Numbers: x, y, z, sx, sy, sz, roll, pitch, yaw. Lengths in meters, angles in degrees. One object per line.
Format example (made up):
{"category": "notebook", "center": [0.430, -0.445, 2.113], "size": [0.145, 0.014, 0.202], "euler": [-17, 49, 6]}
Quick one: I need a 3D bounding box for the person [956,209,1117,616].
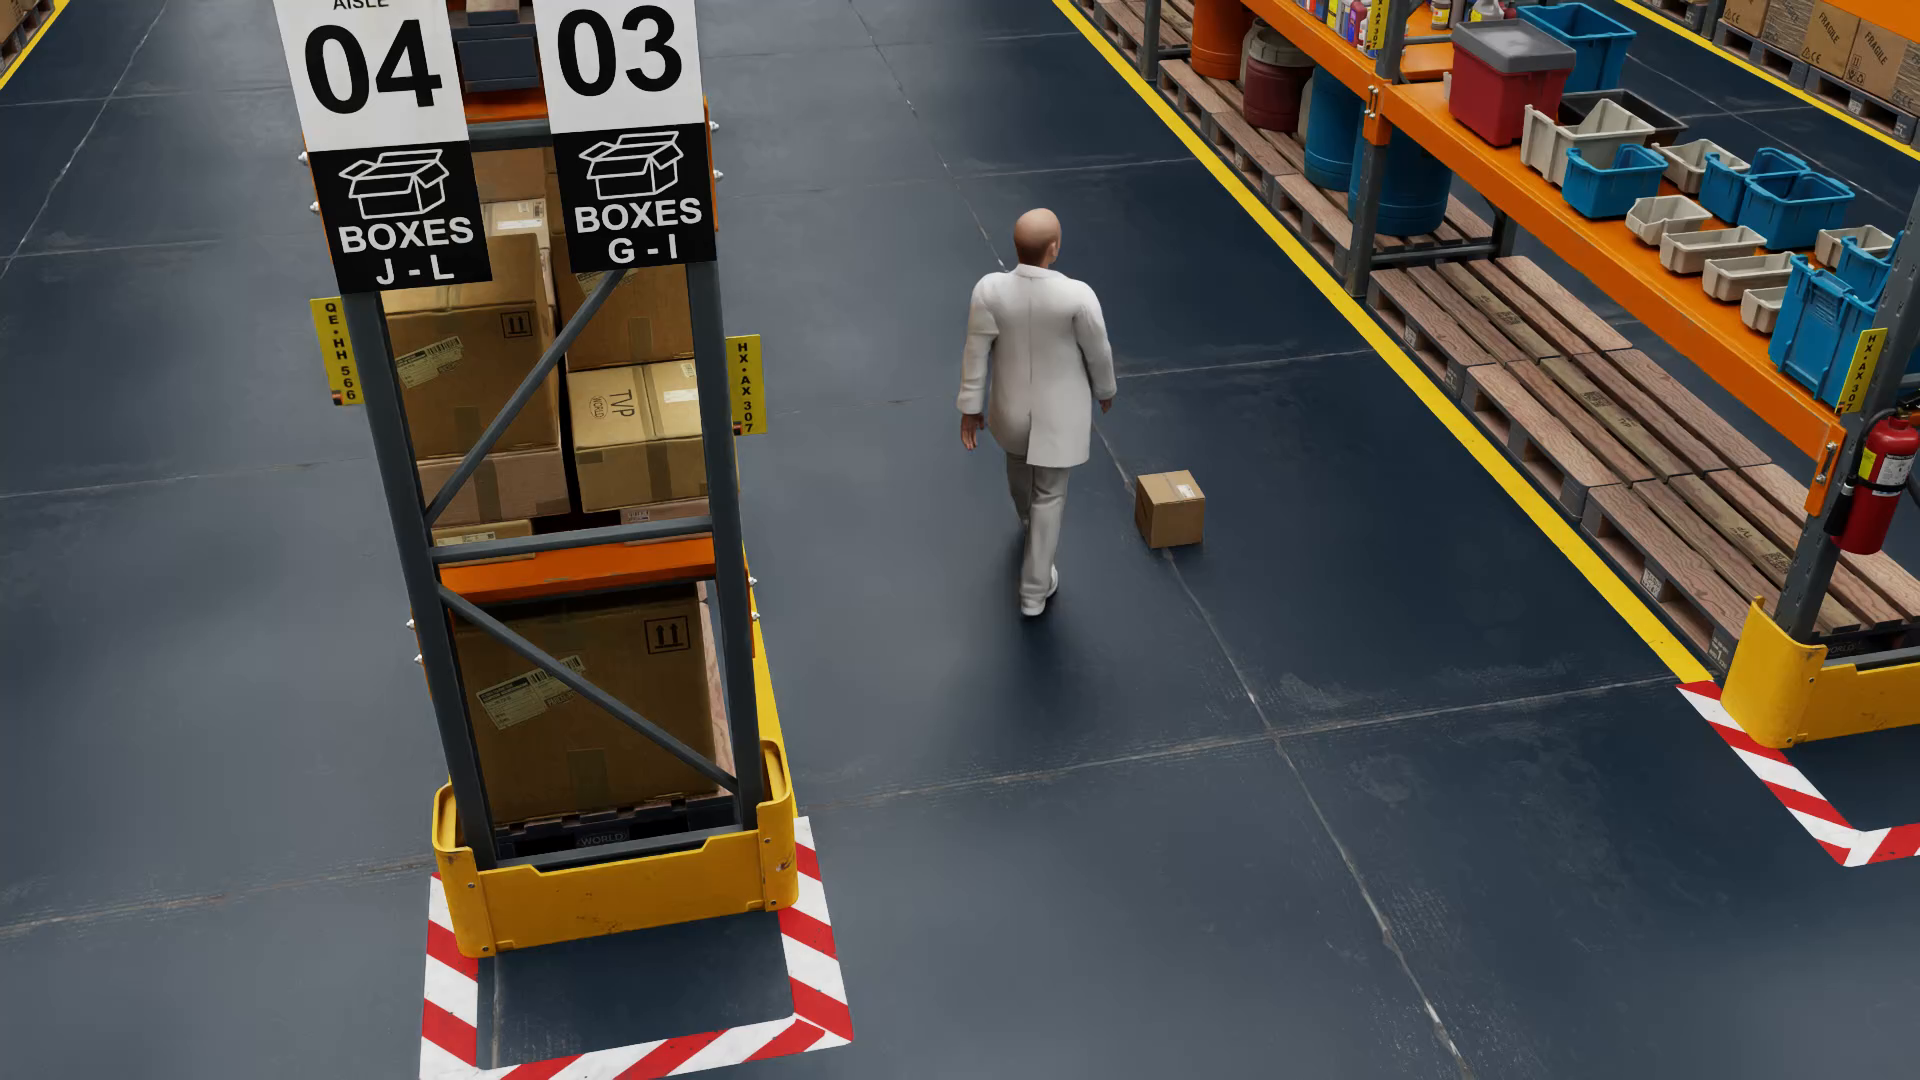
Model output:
{"category": "person", "center": [0.368, -0.658, 7.127], "size": [0.623, 1.735, 1.022], "euler": [11, 35, 16]}
